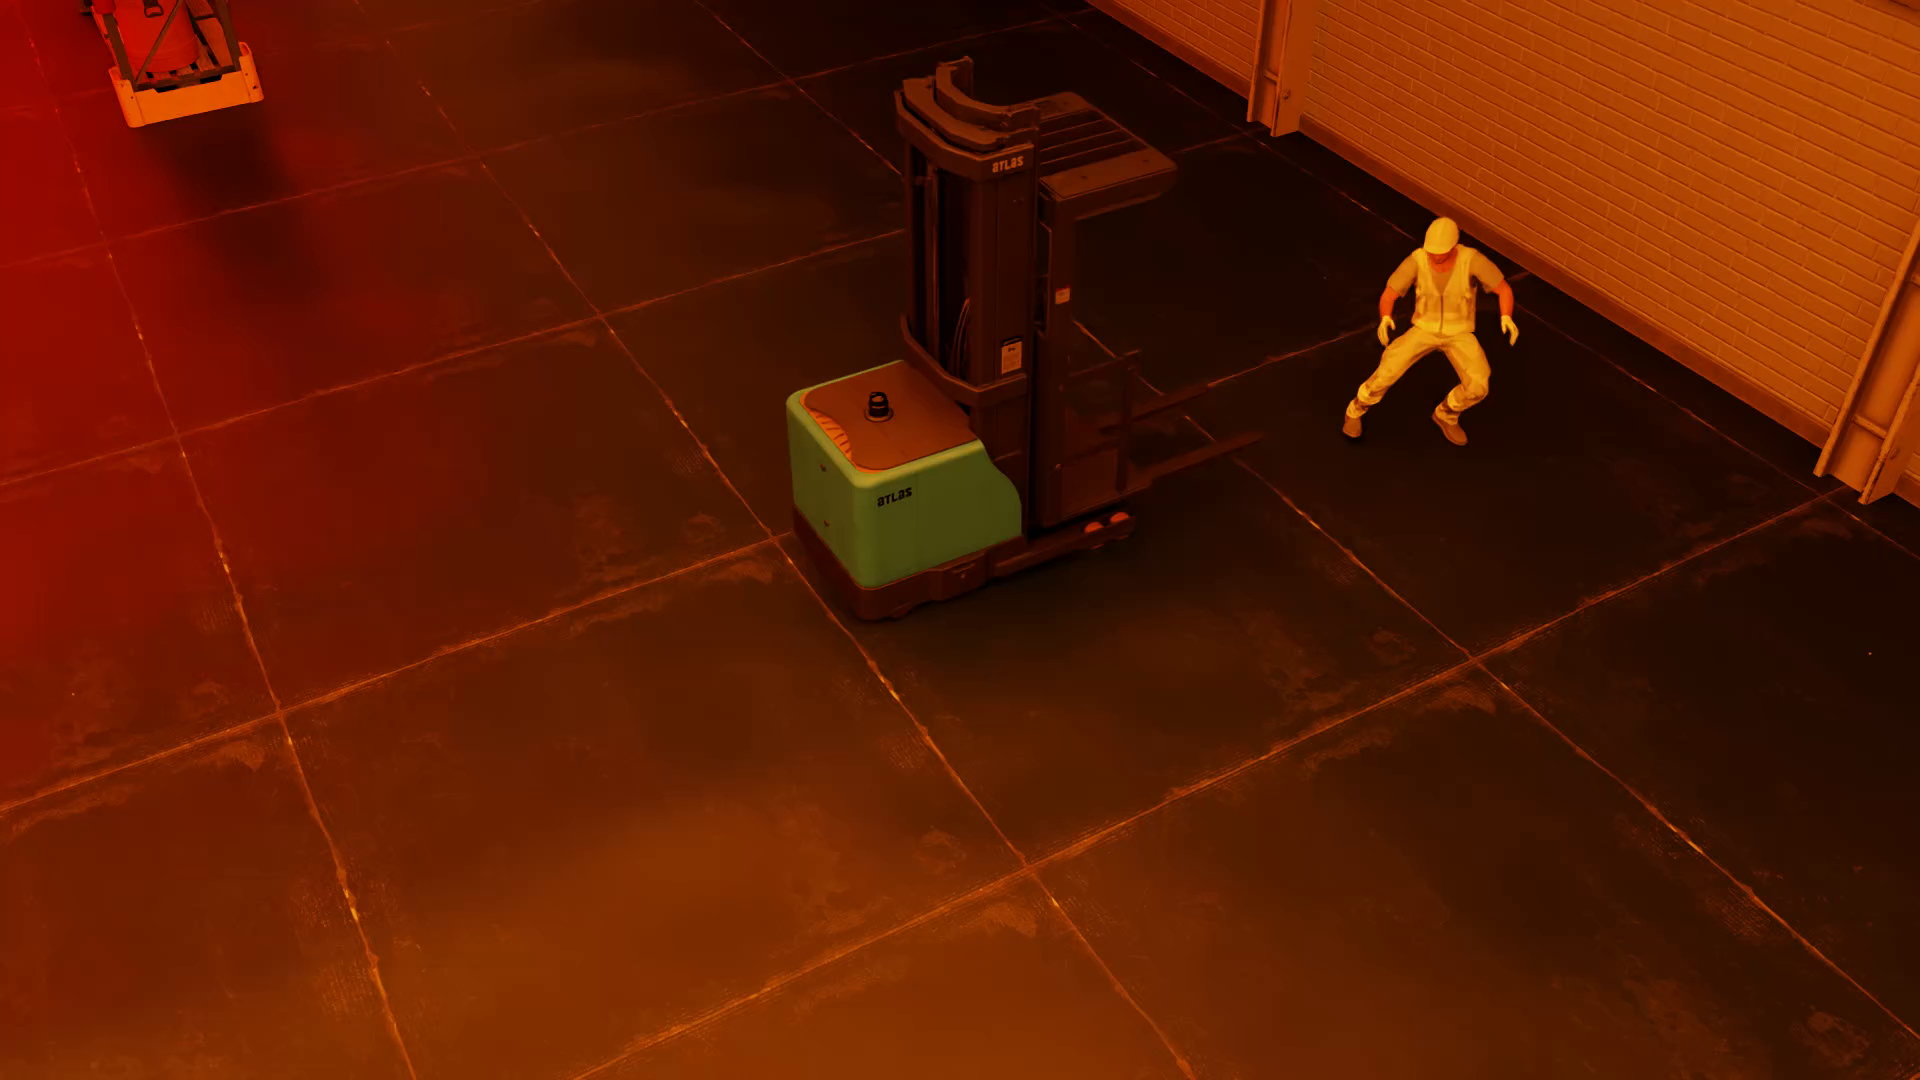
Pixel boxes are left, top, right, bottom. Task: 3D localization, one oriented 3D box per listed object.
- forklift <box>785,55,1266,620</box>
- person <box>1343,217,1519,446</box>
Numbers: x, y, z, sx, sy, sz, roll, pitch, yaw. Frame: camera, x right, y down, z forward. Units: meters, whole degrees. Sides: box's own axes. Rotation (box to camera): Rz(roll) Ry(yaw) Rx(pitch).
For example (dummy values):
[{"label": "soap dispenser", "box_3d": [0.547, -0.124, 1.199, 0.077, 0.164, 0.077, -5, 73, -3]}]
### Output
[{"label": "forklift", "box_3d": [0.507, -1.347, 9.660, 3.031, 2.935, 1.130, -20, 44, -22]}, {"label": "person", "box_3d": [3.051, -1.298, 10.636, 0.960, 1.541, 0.773, 13, 41, 15]}]
